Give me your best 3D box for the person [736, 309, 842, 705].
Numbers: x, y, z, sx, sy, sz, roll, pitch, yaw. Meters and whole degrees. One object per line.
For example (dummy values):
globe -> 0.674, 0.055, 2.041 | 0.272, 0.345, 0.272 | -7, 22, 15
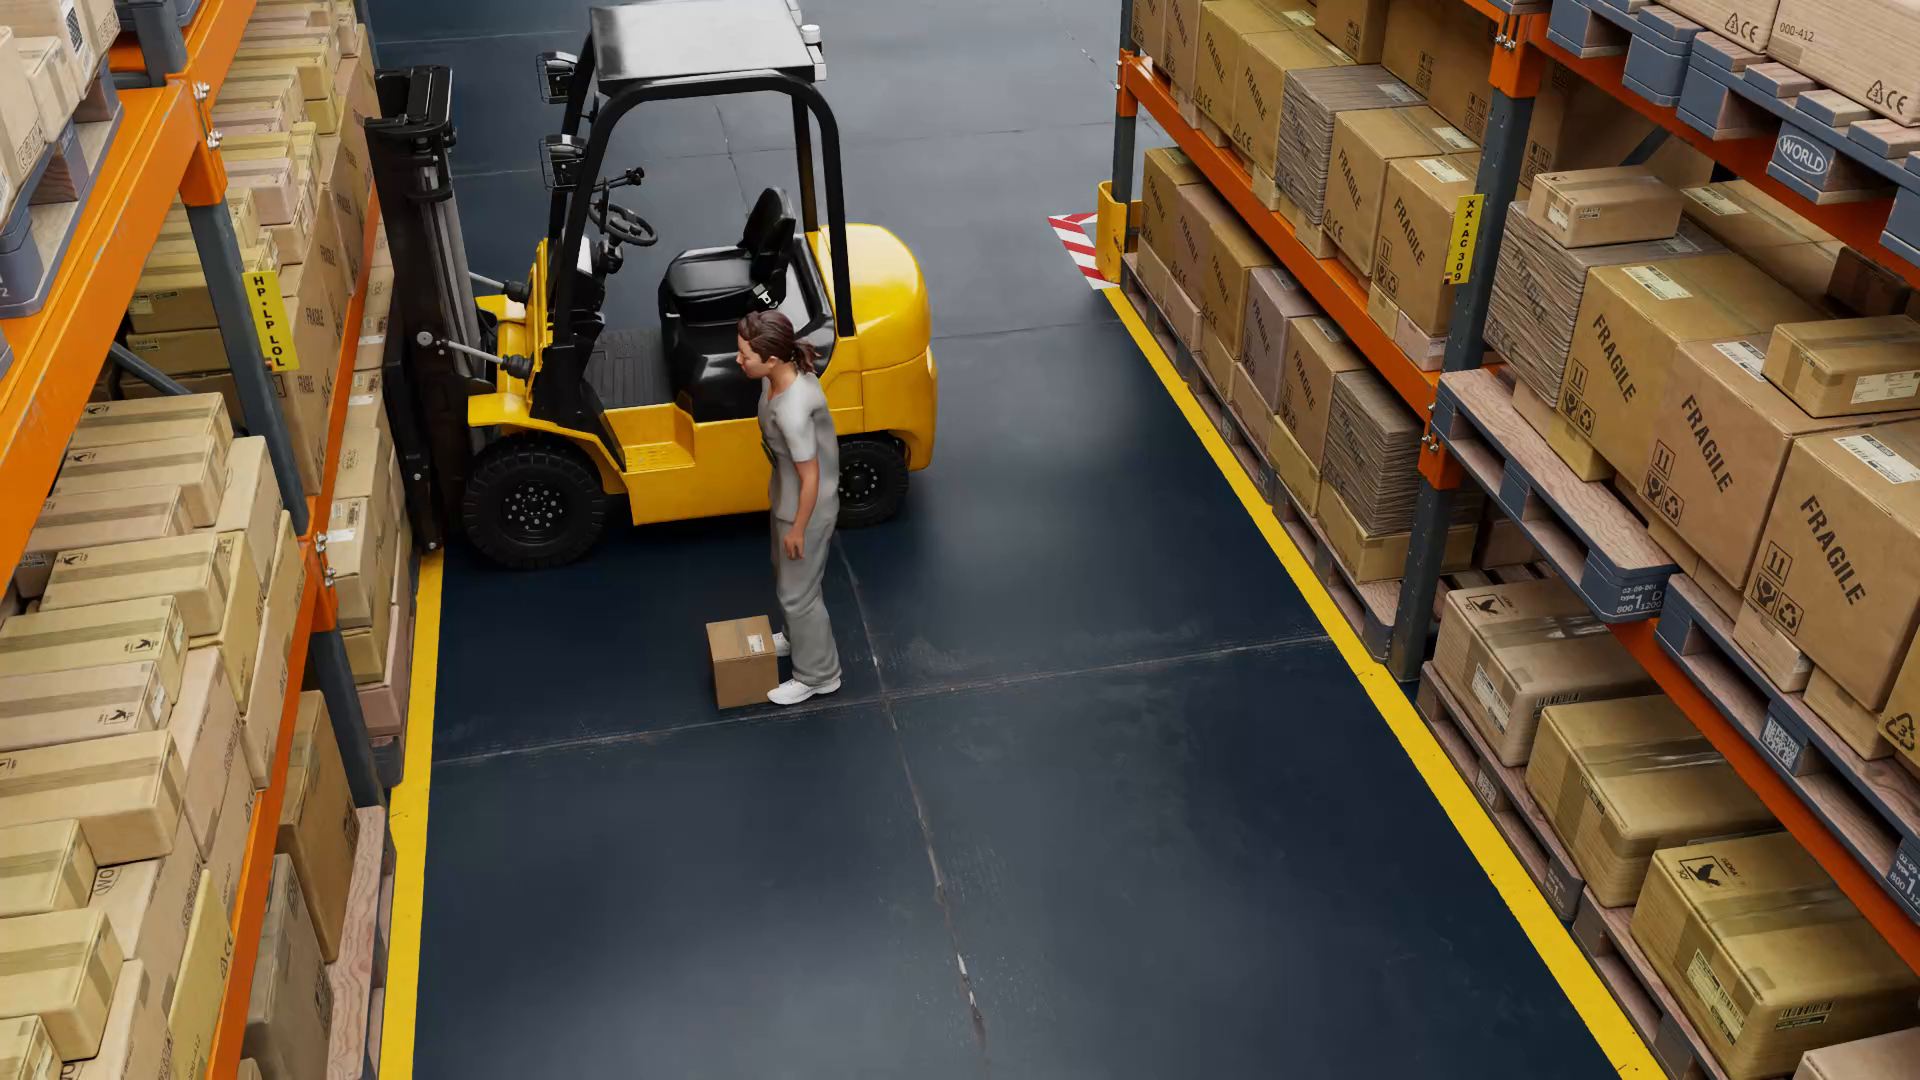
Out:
person -> -0.633, -0.132, 6.337 | 0.352, 1.672, 0.495 | -8, 35, -11
